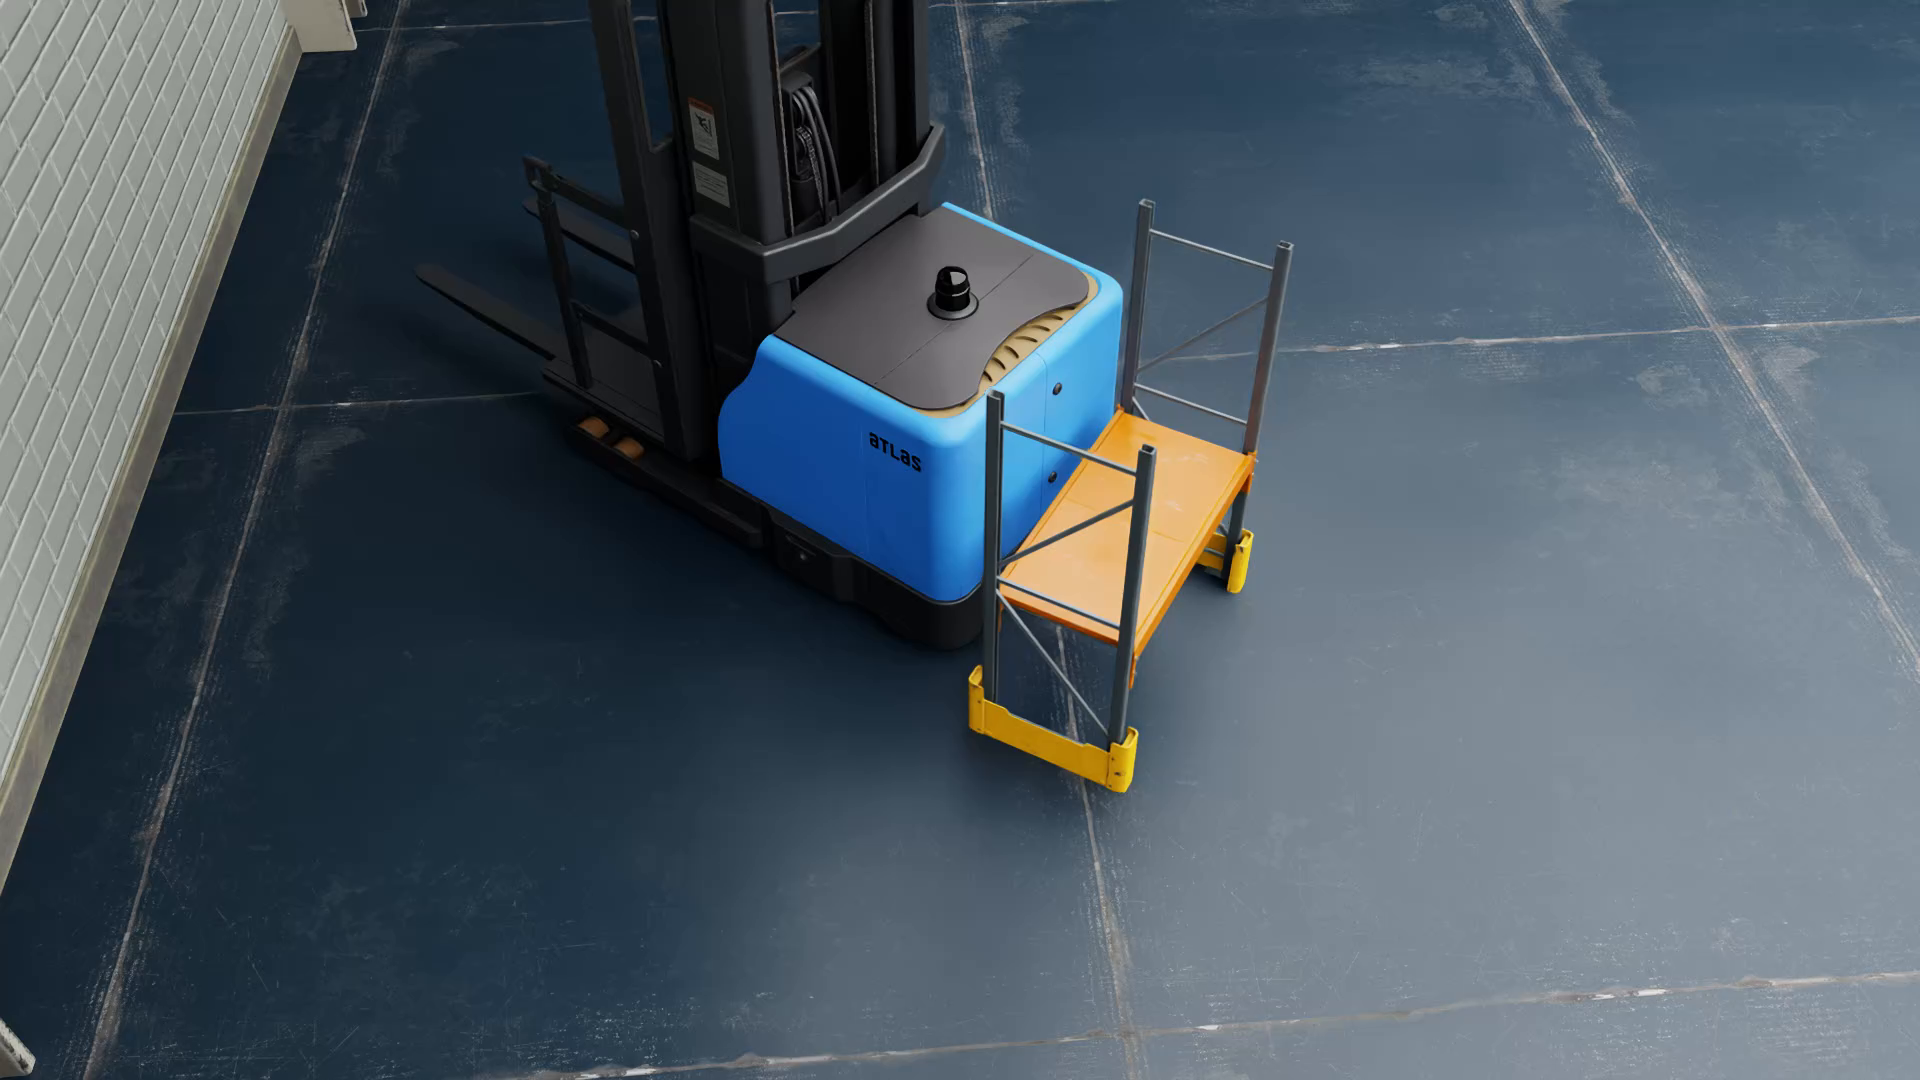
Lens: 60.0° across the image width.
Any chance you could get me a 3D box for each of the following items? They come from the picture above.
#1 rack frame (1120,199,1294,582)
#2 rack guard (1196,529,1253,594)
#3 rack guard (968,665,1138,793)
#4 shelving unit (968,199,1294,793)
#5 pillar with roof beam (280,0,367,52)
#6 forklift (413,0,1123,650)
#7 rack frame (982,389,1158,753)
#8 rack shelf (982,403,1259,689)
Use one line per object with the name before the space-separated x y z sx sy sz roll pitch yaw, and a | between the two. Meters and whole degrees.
rack frame | 0.784 -0.455 5.648 0.500 1.500 0.032 21 50 19
rack guard | 0.774 -0.013 6.090 0.587 0.250 0.087 21 50 19
rack guard | 0.299 0.623 5.488 0.587 0.250 0.087 21 50 19
shelving unit | 0.537 -0.124 5.335 0.587 1.500 1.083 21 50 19
pillar with roof beam | 0.967 -6.046 5.778 9.100 9.000 0.400 -3 47 -3
forklift | -0.909 -1.516 5.667 3.031 2.935 1.130 29 53 25
rack frame | 0.299 0.194 5.033 0.500 1.500 0.032 21 50 19
rack shelf | 0.541 -0.007 5.471 0.538 0.185 1.000 21 50 19
